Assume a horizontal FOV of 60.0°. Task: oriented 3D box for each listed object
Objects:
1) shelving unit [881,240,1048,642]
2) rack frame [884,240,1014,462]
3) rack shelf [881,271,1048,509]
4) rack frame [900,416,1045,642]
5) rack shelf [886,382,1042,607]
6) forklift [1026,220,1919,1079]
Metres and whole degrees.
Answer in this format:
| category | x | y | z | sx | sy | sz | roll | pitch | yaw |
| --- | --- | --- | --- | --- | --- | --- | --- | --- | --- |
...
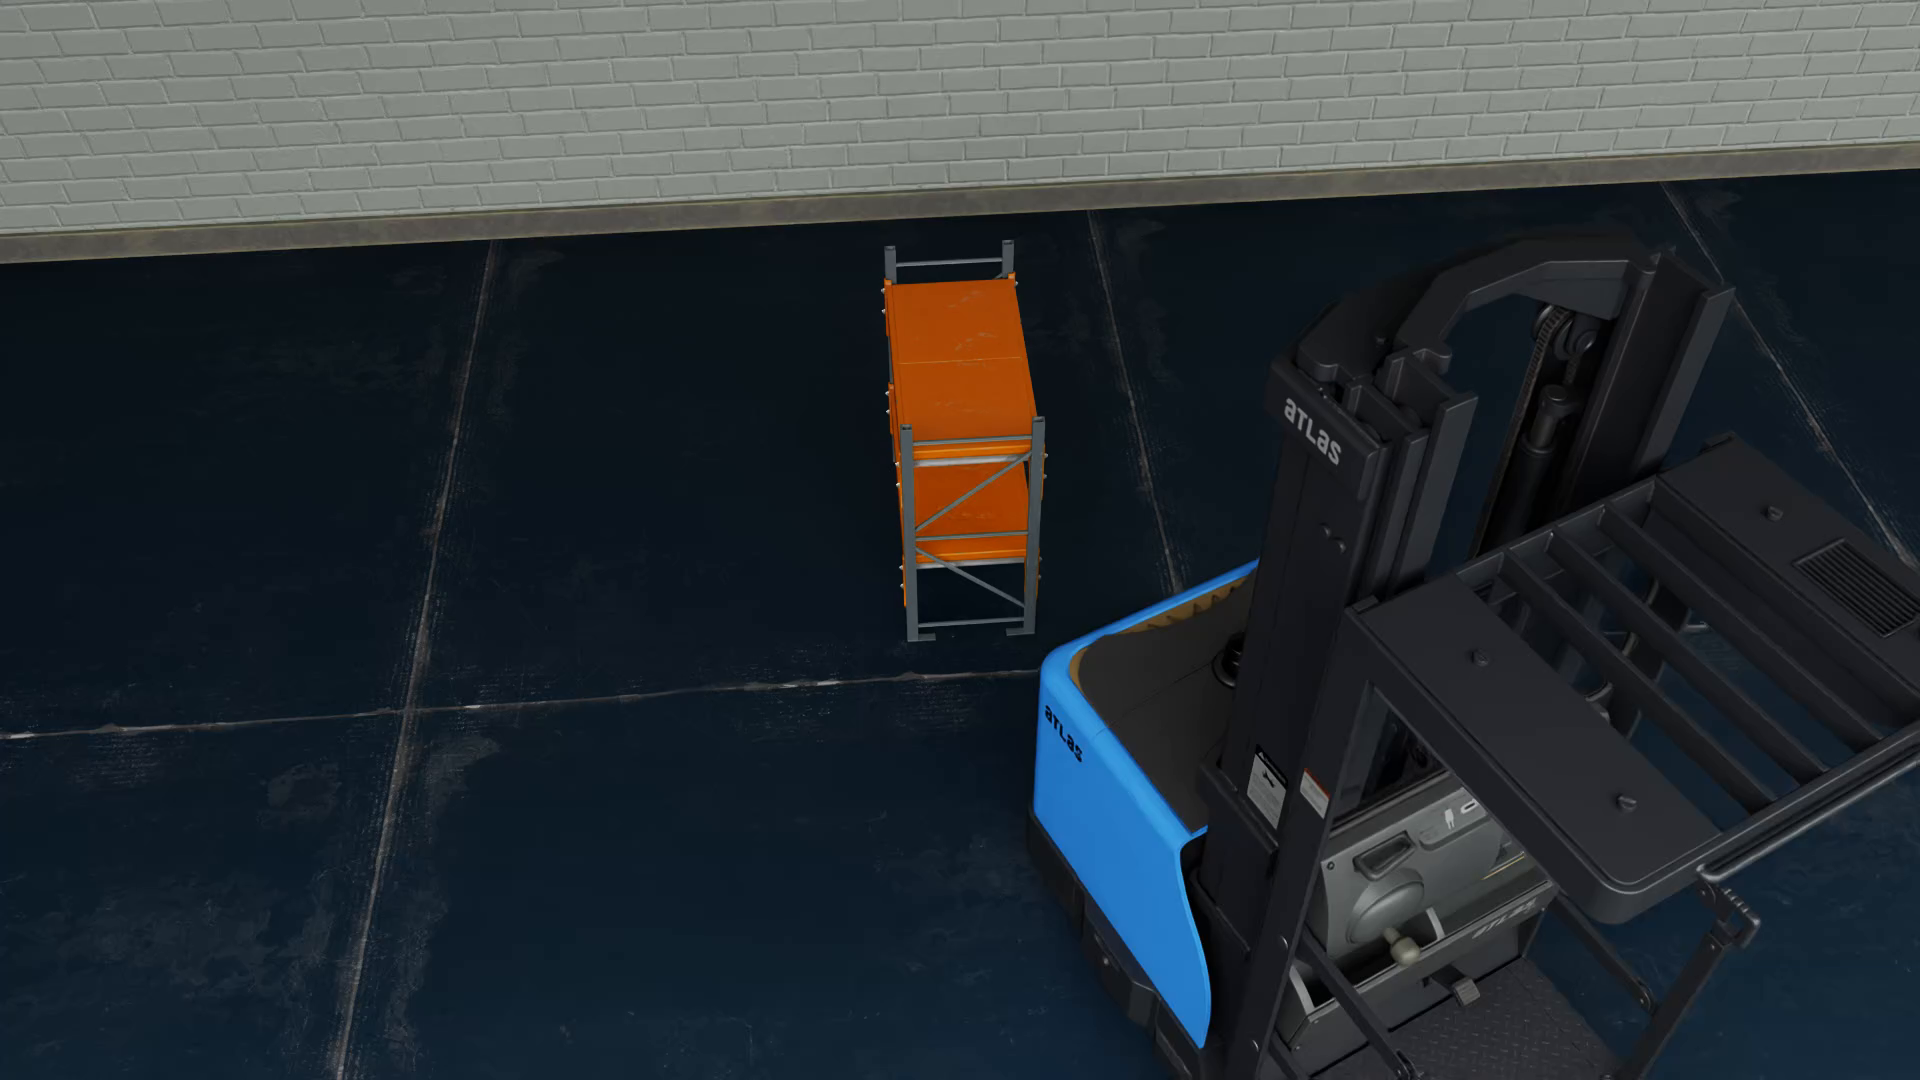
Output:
| category | x | y | z | sx | sy | sz | roll | pitch | yaw |
| --- | --- | --- | --- | --- | --- | --- | --- | --- | --- |
| shelving unit | 0.001 | -0.382 | 6.473 | 0.538 | 1.125 | 1.048 | -3 | 47 | -3 |
| rack frame | -0.042 | -0.750 | 6.822 | 0.500 | 1.125 | 0.032 | -3 | 47 | -3 |
| rack shelf | 0.001 | -0.583 | 6.261 | 0.538 | 0.278 | 1.000 | -3 | 47 | -3 |
| rack frame | 0.043 | -0.014 | 6.125 | 0.500 | 1.125 | 0.032 | -3 | 47 | -3 |
| rack shelf | 0.001 | -0.214 | 6.651 | 0.538 | 0.278 | 1.000 | -3 | 47 | -3 |
| forklift | 1.389 | 0.845 | 4.068 | 1.130 | 2.935 | 3.031 | -22 | 50 | -20 |
